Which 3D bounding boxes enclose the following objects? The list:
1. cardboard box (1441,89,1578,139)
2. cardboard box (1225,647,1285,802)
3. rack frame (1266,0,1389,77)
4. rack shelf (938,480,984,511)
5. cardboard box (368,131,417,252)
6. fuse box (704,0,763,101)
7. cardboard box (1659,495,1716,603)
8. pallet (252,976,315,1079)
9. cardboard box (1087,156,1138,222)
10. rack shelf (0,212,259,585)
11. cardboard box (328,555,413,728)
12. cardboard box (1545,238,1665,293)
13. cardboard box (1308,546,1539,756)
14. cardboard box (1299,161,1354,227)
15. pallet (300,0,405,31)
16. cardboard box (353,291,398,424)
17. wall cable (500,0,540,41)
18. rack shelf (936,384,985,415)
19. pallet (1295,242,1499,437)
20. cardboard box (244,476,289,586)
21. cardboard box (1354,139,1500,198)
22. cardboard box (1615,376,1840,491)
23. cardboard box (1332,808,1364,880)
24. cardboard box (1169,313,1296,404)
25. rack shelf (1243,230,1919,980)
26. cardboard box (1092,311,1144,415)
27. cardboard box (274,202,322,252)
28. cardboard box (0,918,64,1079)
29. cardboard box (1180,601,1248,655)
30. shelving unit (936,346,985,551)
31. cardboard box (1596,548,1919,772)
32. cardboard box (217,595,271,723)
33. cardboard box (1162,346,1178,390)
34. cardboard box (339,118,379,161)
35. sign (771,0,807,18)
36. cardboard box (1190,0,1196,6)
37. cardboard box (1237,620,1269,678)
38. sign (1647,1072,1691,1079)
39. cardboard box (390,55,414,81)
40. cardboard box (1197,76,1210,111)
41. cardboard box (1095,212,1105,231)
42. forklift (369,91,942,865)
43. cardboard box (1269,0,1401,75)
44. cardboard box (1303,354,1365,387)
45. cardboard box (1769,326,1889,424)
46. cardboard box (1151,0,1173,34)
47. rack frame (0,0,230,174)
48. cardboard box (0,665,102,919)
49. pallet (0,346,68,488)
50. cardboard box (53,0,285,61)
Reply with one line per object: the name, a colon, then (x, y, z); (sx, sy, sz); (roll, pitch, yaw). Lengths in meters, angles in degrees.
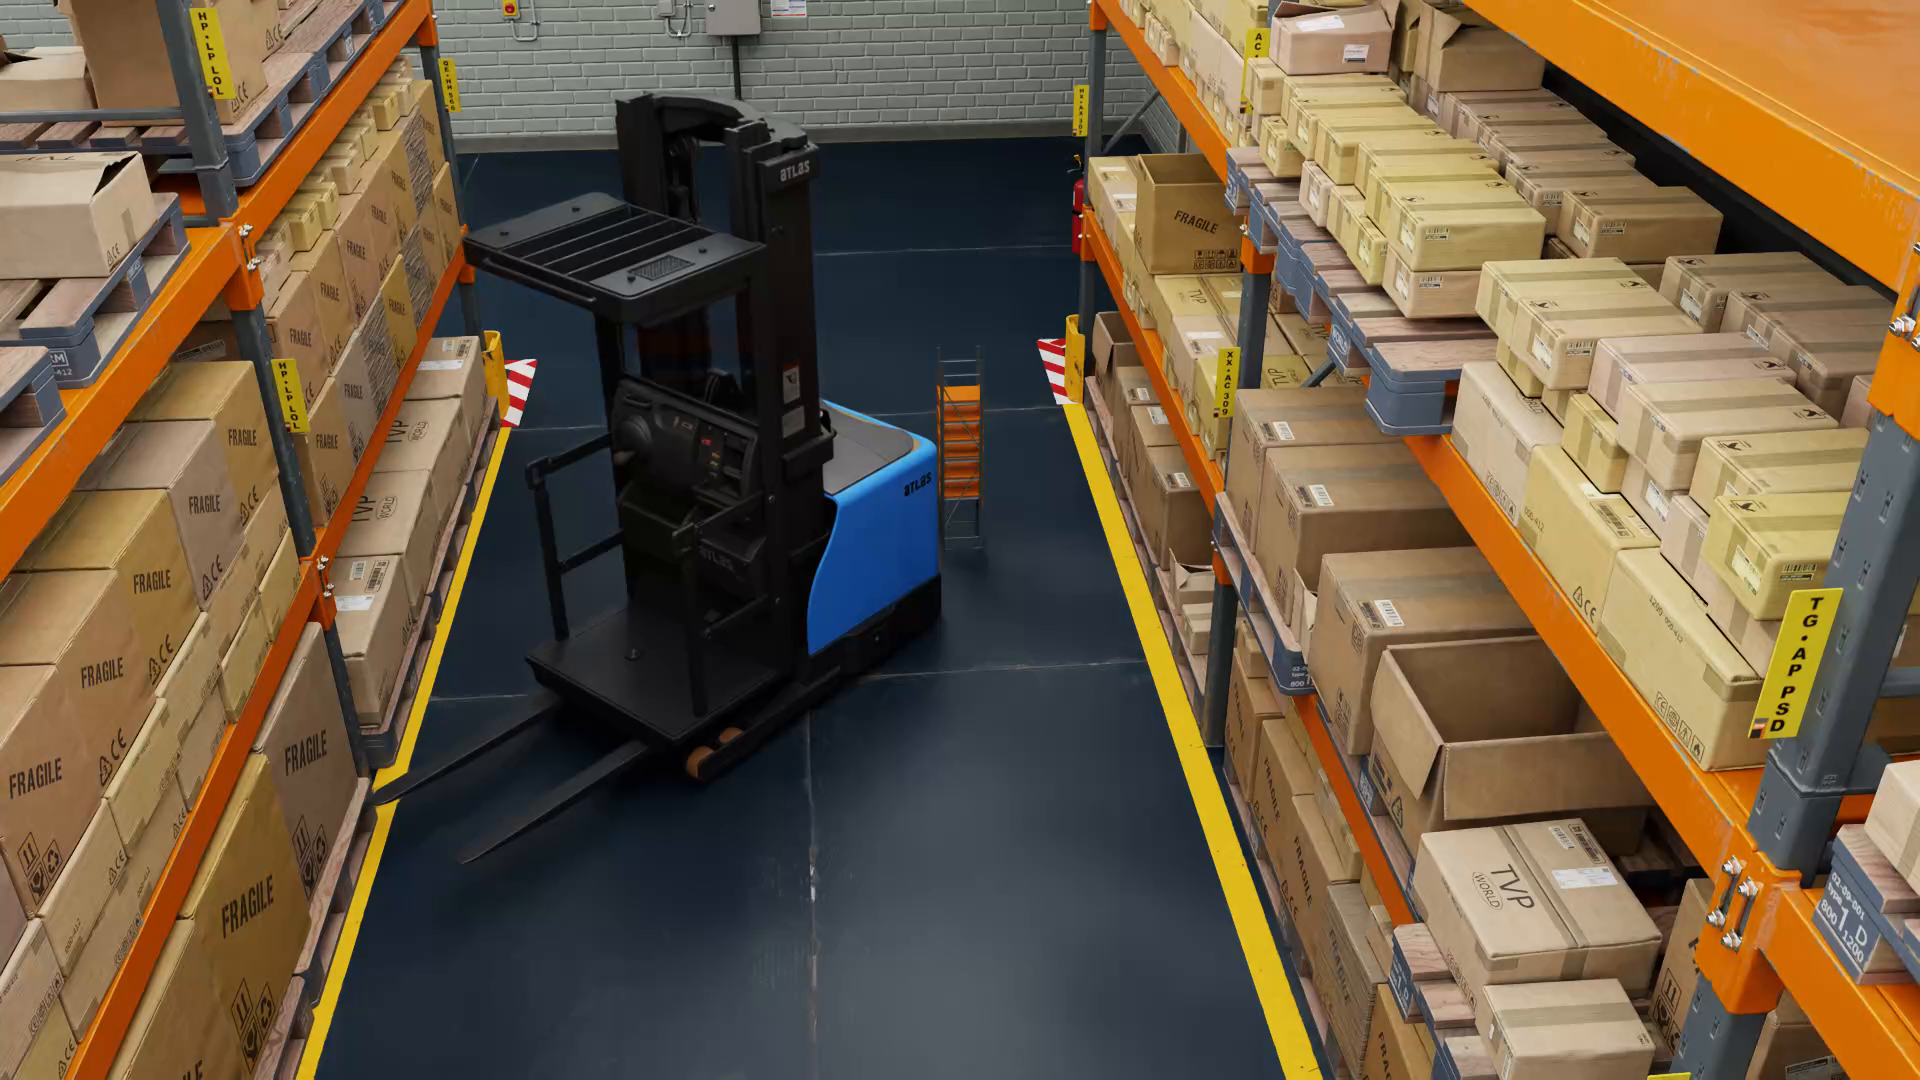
cardboard box: (1.905, -1.456, 5.785); (0.380, 0.149, 0.250); (-3, 31, -6)
cardboard box: (1.504, 0.821, 7.479); (0.500, 0.500, 0.500); (-1, 31, -2)
rack frame: (1.682, -2.905, 5.839); (1.000, 3.000, 0.127); (-3, 31, -5)
rack shelf: (0.001, -0.264, 9.576); (0.258, 0.103, 0.180); (-3, 31, -5)
cardboard box: (-3.230, -1.852, 8.852); (0.500, 0.500, 0.500); (-3, 31, -5)
fuse box: (-2.078, -4.483, 15.587); (0.539, 1.711, 0.414); (-3, 31, -5)
cardboard box: (1.779, 0.015, 3.632); (0.380, 0.149, 0.250); (-3, 31, -6)
pallet: (-2.995, 2.122, 5.992); (1.003, 0.211, 1.213); (-3, 31, -5)
cardboard box: (1.083, -2.191, 10.349); (0.500, 0.250, 0.500); (-3, 31, -4)
rack shelf: (-3.072, -0.048, 4.682); (1.077, 0.370, 4.000); (-3, 31, -5)
cardboard box: (-3.211, 0.504, 8.070); (0.875, 0.438, 0.875); (-3, 31, -5)
cardboard box: (1.977, -0.795, 4.969); (0.380, 0.149, 0.250); (-3, 31, -4)
cardboard box: (1.627, 0.370, 5.699); (0.700, 0.500, 0.500); (-3, 31, -5)
cardboard box: (1.364, -1.170, 5.596); (0.380, 0.149, 0.250); (-2, 31, -4)
pallet: (-3.553, -3.004, 9.015); (1.003, 0.211, 1.213); (-3, 31, -5)
cardboard box: (-3.125, -0.897, 8.228); (0.500, 0.500, 0.500); (-3, 31, -4)
wall cable: (-4.183, -5.460, 14.944); (0.585, 1.953, 0.123); (-3, 31, -5)
rack shelf: (0.001, -0.779, 9.268); (0.258, 0.103, 0.180); (-3, 31, -5)
pallet: (1.773, -0.671, 5.207); (1.213, 0.211, 1.003); (-3, 31, -5)
cardboard box: (-2.976, -0.027, 6.529); (0.500, 0.250, 0.500); (-3, 31, -5)
cardboard box: (1.483, -1.165, 5.298); (0.380, 0.149, 0.250); (-2, 31, -4)
cardboard box: (1.735, -0.244, 3.775); (0.380, 0.149, 0.250); (-4, 31, -6)
cardboard box: (1.635, 1.144, 6.305); (0.380, 0.149, 0.250); (-2, 31, -3)
cardboard box: (1.330, -0.897, 8.182); (0.500, 0.250, 0.500); (-3, 31, -4)
rack shelf: (1.869, -0.288, 5.083); (1.077, 0.370, 4.000); (-3, 31, -5)
cardboard box: (1.271, -1.164, 10.798); (0.797, 0.503, 0.637); (-4, 31, -7)
cardboard box: (-3.098, -1.403, 7.468); (0.380, 0.149, 0.250); (-3, 31, -5)
cardboard box: (-2.734, 1.267, 4.362); (0.500, 0.250, 0.500); (-2, 31, -3)
cardboard box: (1.338, 0.443, 8.453); (0.380, 0.149, 0.250); (-4, 31, -6)
shelving unit: (0.001, -0.508, 9.430); (0.258, 1.200, 0.189); (-3, 31, -5)
cardboard box: (1.766, 0.239, 3.647); (0.500, 0.250, 0.500); (-4, 31, -6)
cardboard box: (-2.920, 0.451, 6.216); (0.500, 0.250, 0.500); (-3, 31, -5)
cardboard box: (1.257, -0.900, 8.577); (0.380, 0.149, 0.250); (-3, 31, -5)
cardboard box: (-3.226, -2.061, 8.569); (0.380, 0.149, 0.250); (-2, 31, -3)
sign: (-1.606, -5.125, 15.497); (0.329, 0.494, 0.001); (-3, 31, -5)
cardboard box: (1.300, -2.660, 7.721); (0.500, 0.250, 0.500); (-2, 31, -4)
cardboard box: (1.451, 0.480, 7.416); (0.380, 0.149, 0.250); (-1, 31, -2)
sign: (1.517, 1.280, 3.630); (0.100, 0.325, 0.005); (-3, 31, -5)
cardboard box: (-3.400, -2.709, 9.656); (0.380, 0.149, 0.250); (-2, 31, -4)
cardboard box: (1.300, -2.068, 7.606); (0.380, 0.149, 0.250); (-3, 31, -5)
cardboard box: (1.066, -2.083, 10.558); (0.380, 0.149, 0.250); (-3, 31, -5)
forklift: (-1.417, -0.407, 7.573); (1.130, 2.935, 3.031); (23, 38, 33)
cardboard box: (1.363, -1.868, 6.071); (0.396, 0.266, 0.258); (-3, 31, -5)
cardboard box: (1.905, -0.659, 7.784); (0.500, 0.250, 0.500); (-3, 31, -5)
cardboard box: (2.205, -0.402, 4.041); (0.380, 0.149, 0.250); (-2, 31, -3)
cardboard box: (1.253, -2.700, 8.276); (0.500, 0.250, 0.500); (-3, 31, -5)
rack frame: (-3.259, -2.666, 5.437); (1.000, 3.000, 0.127); (-3, 31, -5)
cardboard box: (-2.777, 0.699, 4.583); (0.500, 0.500, 0.500); (-2, 31, -3)
pallet: (-3.106, -0.152, 4.338); (1.003, 0.211, 1.213); (-1, 31, -2)
cardboard box: (-3.417, -2.332, 7.197); (0.797, 0.503, 0.637); (0, 31, -1)
